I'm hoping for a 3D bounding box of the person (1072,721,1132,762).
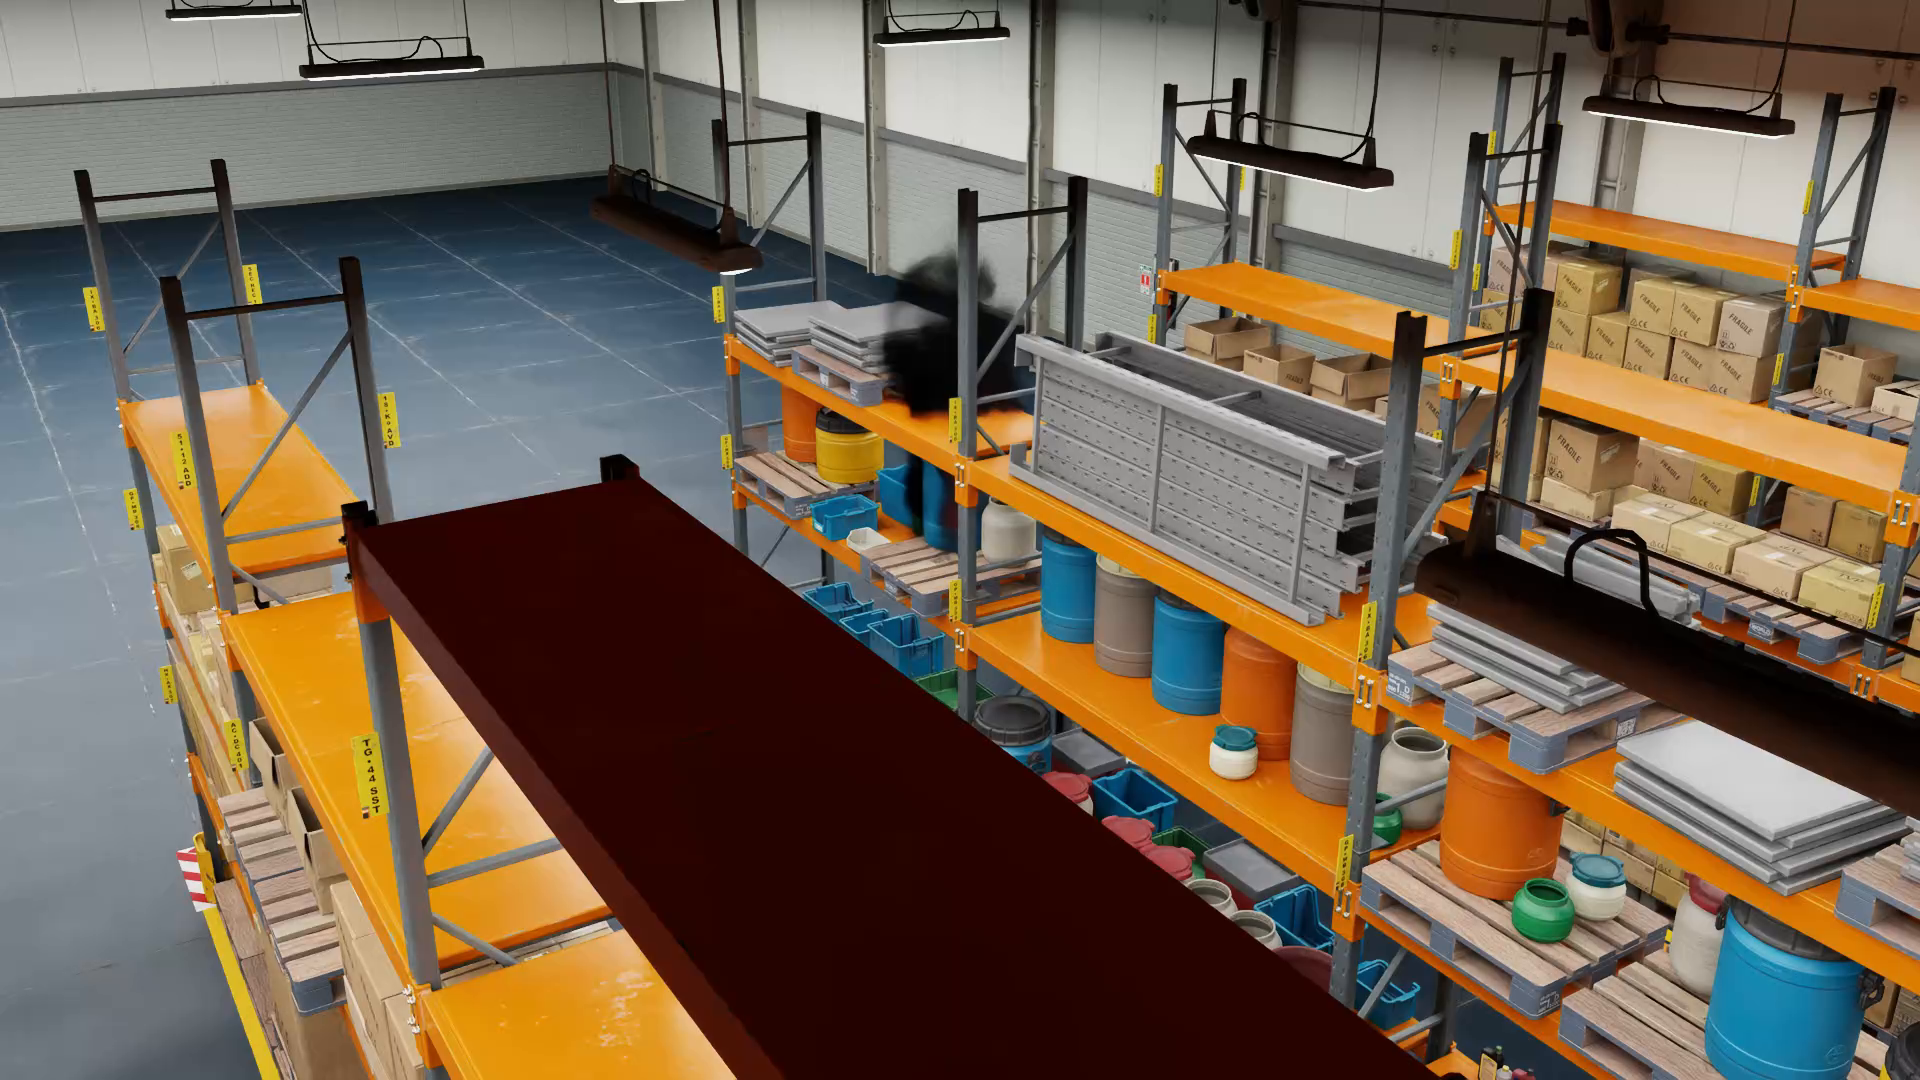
[{"bbox_3d":[1.291,1.201,15.175,0.698,1.834,0.908,-16,27,-35],"label":"person"}]
